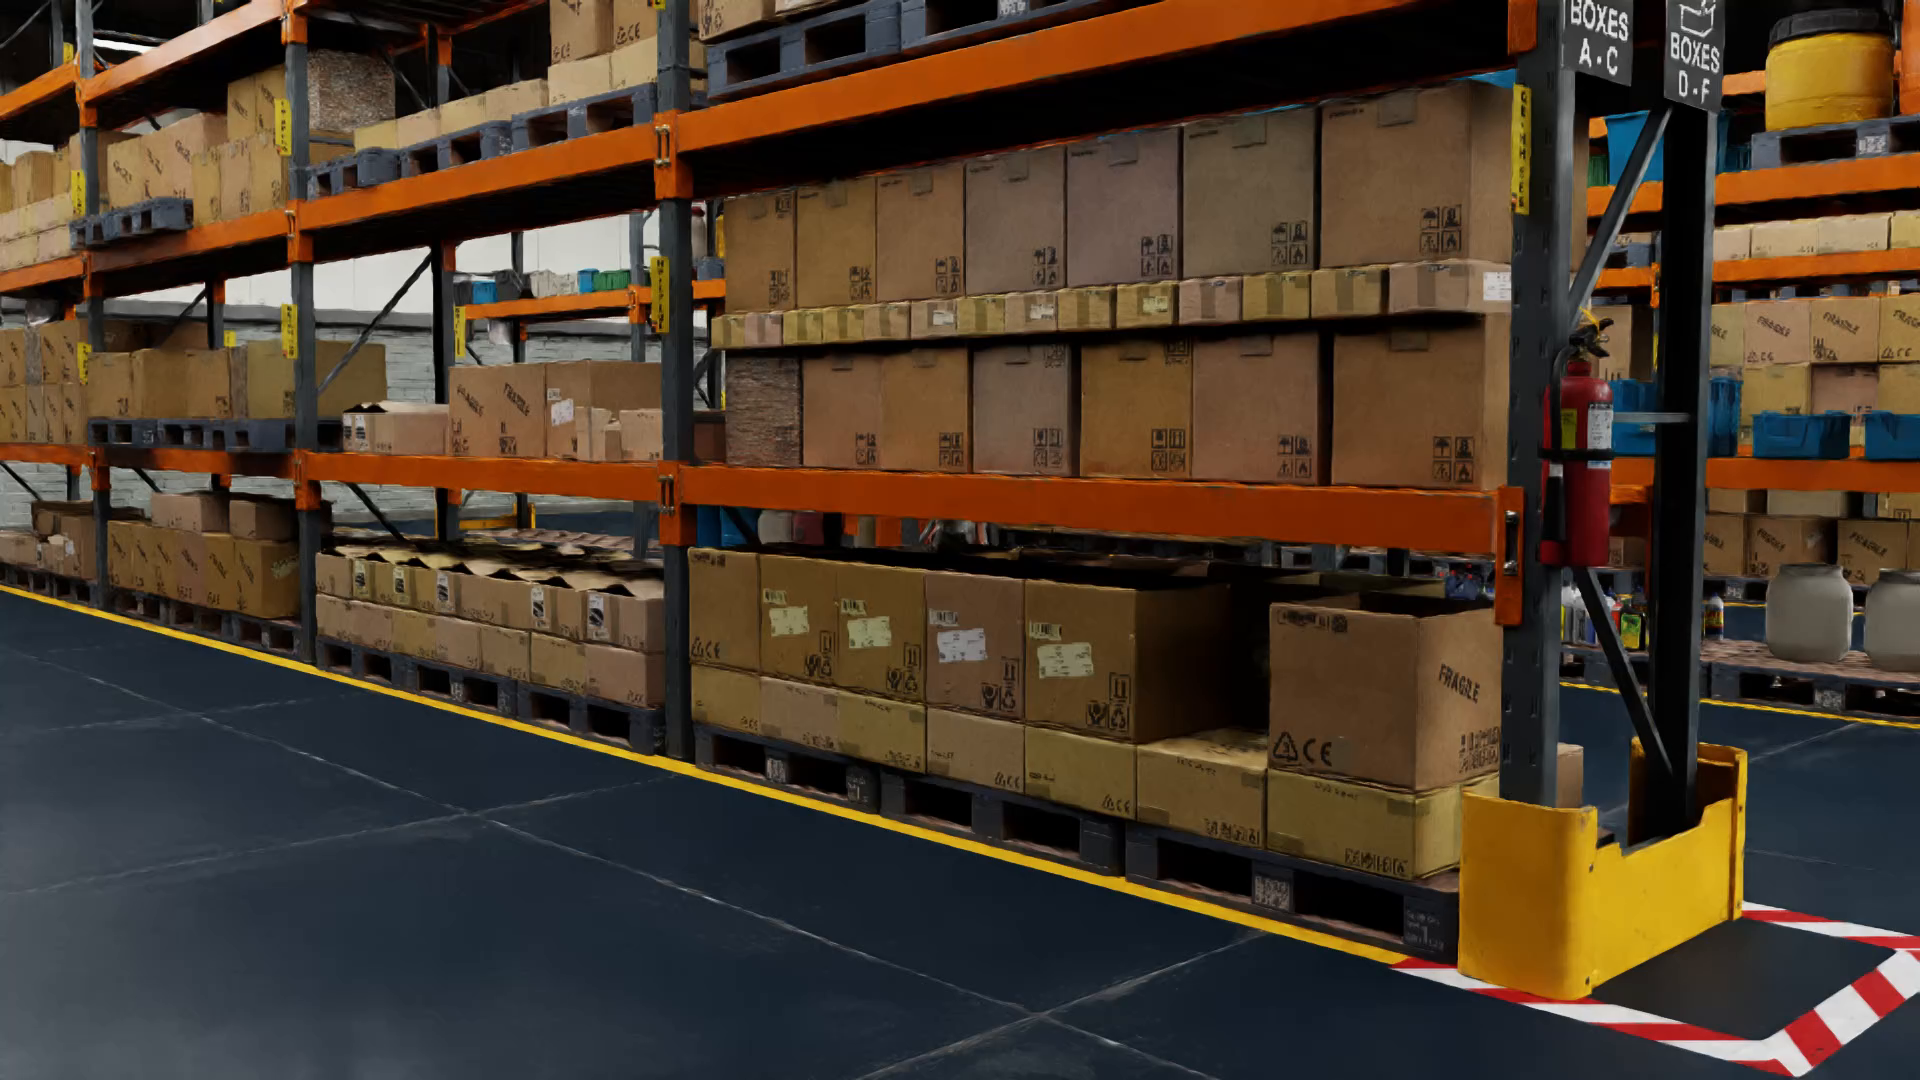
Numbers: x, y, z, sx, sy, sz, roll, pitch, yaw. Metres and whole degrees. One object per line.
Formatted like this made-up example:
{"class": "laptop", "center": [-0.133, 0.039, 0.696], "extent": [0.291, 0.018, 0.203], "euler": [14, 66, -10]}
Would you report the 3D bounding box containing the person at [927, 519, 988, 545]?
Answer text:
{"class": "person", "center": [0.008, -0.044, 10.526], "extent": [0.568, 1.576, 0.511], "euler": [-3, 5, -35]}
